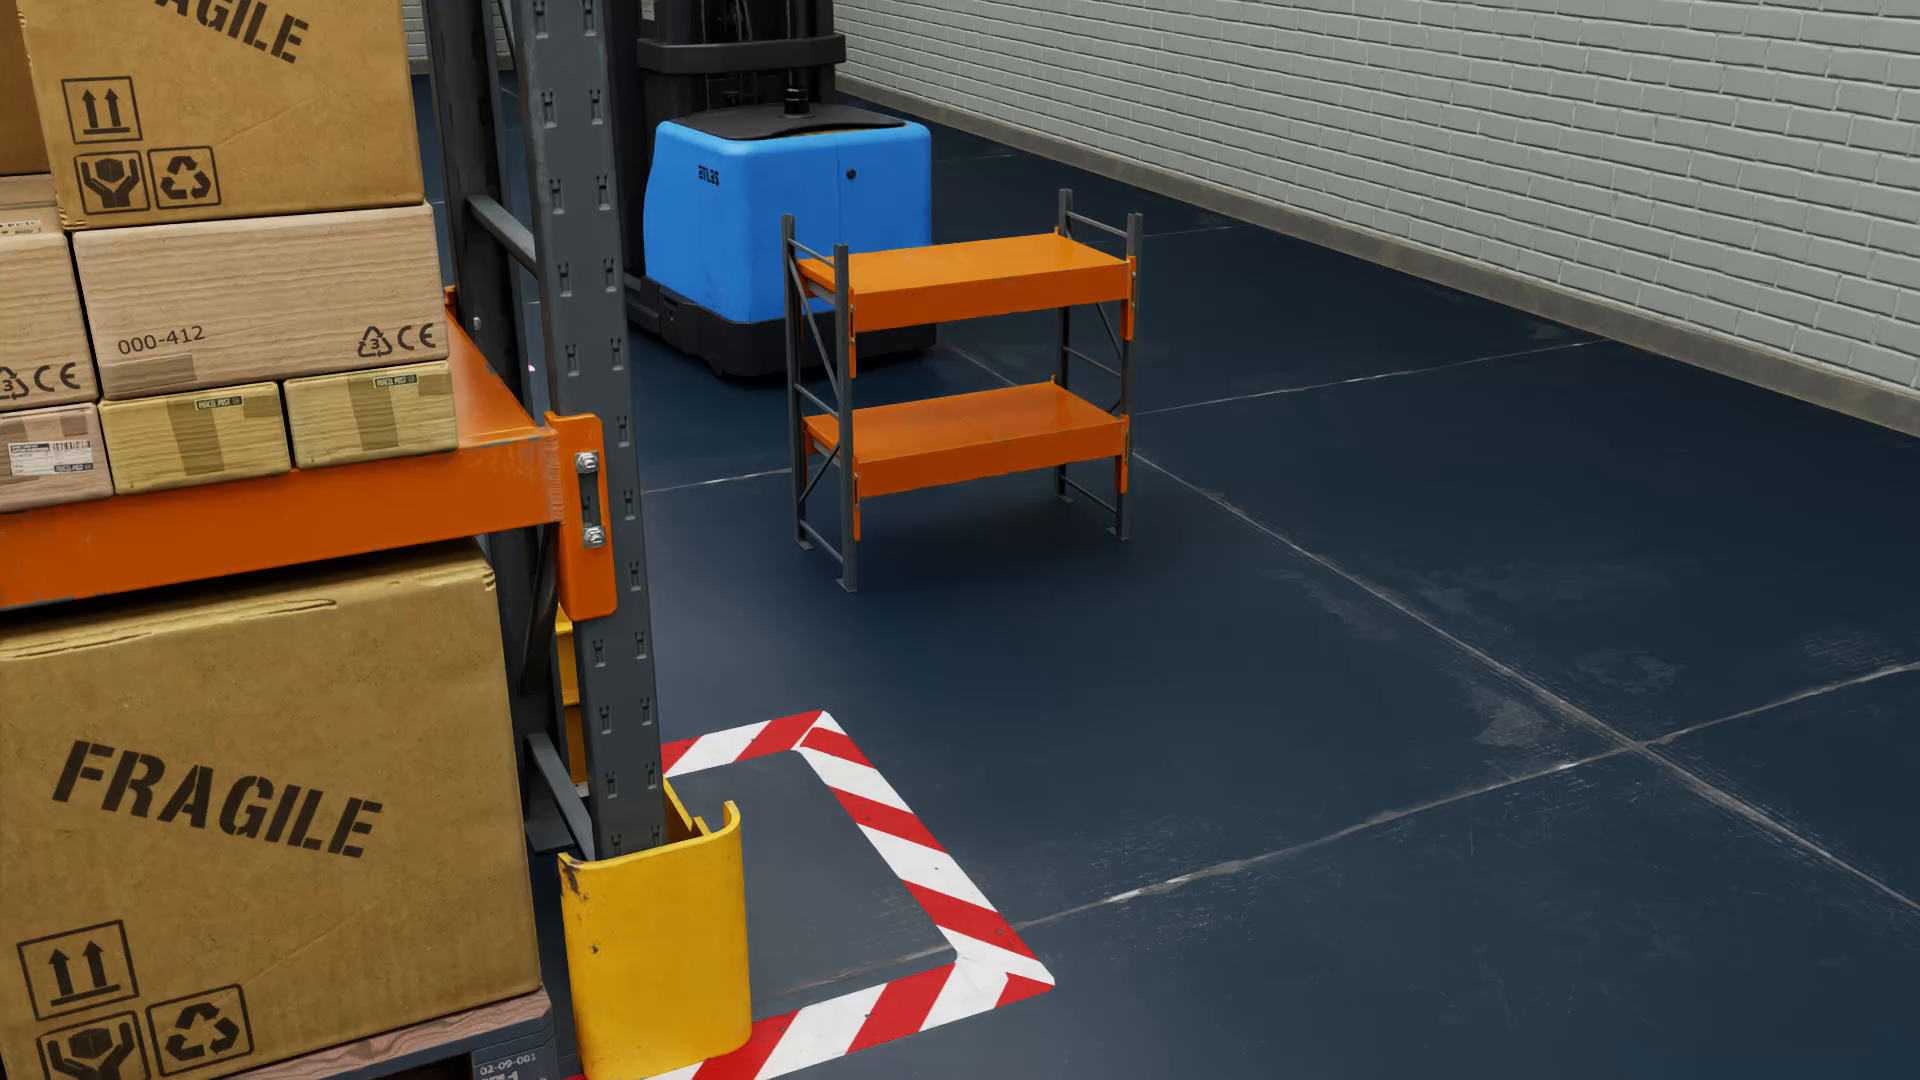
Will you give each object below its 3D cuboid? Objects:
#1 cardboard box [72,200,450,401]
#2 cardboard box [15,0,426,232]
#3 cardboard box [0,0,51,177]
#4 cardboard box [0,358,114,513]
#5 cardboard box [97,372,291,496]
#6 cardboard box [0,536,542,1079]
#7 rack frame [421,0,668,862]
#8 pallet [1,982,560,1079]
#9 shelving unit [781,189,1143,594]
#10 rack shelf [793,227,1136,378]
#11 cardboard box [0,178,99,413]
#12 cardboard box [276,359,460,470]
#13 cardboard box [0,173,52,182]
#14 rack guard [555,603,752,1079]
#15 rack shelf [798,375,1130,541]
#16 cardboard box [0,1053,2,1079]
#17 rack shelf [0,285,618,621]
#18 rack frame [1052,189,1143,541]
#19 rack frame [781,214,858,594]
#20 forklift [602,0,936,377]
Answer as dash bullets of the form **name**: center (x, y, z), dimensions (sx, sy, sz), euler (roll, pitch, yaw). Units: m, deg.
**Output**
- **cardboard box**: center (-1.148, -0.446, 2.713), dimensions (0.500, 0.250, 0.500), euler (-11, 25, -24)
- **cardboard box**: center (-1.151, -0.793, 2.571), dimensions (0.500, 0.500, 0.500), euler (-10, 25, -23)
- **cardboard box**: center (-1.826, -0.895, 2.817), dimensions (0.500, 0.500, 0.500), euler (-11, 25, -25)
- **cardboard box**: center (-1.466, -0.176, 2.582), dimensions (0.250, 0.149, 0.380), euler (-10, 25, -23)
- **cardboard box**: center (-1.238, -0.218, 2.682), dimensions (0.250, 0.149, 0.380), euler (-10, 25, -23)
- **cardboard box**: center (-1.368, 0.372, 3.159), dimensions (0.875, 0.875, 0.875), euler (-10, 25, -24)
- **rack frame**: center (-0.826, -0.550, 3.156), dimensions (0.127, 3.000, 1.000), euler (-10, 25, -24)
- **pallet**: center (-1.513, 0.898, 3.304), dimensions (1.213, 0.211, 1.003), euler (-10, 25, -24)
- **shelving unit**: center (0.006, -0.521, 5.538), dimensions (1.048, 1.125, 0.538), euler (-10, 25, -24)
- **rack shelf**: center (0.006, -0.791, 5.426), dimensions (1.000, 0.278, 0.538), euler (-10, 25, -24)
- **cardboard box**: center (-1.605, -0.362, 2.510), dimensions (0.500, 0.250, 0.500), euler (-11, 25, -25)
- **cardboard box**: center (-1.004, -0.261, 2.788), dimensions (0.250, 0.149, 0.380), euler (-10, 24, -23)
- **cardboard box**: center (-1.841, -0.543, 2.947), dimensions (0.500, 0.250, 0.500), euler (-11, 25, -24)
- **rack guard**: center (-0.805, 0.601, 3.644), dimensions (0.348, 0.500, 1.175), euler (-10, 25, -24)
- **rack shelf**: center (0.006, -0.295, 5.631), dimensions (1.000, 0.278, 0.538), euler (-10, 25, -24)
- **cardboard box**: center (-2.188, 0.523, 2.795), dimensions (0.875, 0.875, 0.875), euler (-10, 25, -24)
- **rack shelf**: center (-2.628, 0.114, 2.493), dimensions (4.000, 0.370, 1.077), euler (-10, 25, -24)
- **rack frame**: center (0.464, -0.605, 5.741), dimensions (0.032, 1.125, 0.500), euler (-10, 25, -24)
- **rack frame**: center (-0.452, -0.437, 5.334), dimensions (0.032, 1.125, 0.500), euler (-10, 25, -24)
- **forklift**: center (-1.313, -2.588, 8.170), dimensions (1.130, 2.935, 3.031), euler (-13, 26, -29)
